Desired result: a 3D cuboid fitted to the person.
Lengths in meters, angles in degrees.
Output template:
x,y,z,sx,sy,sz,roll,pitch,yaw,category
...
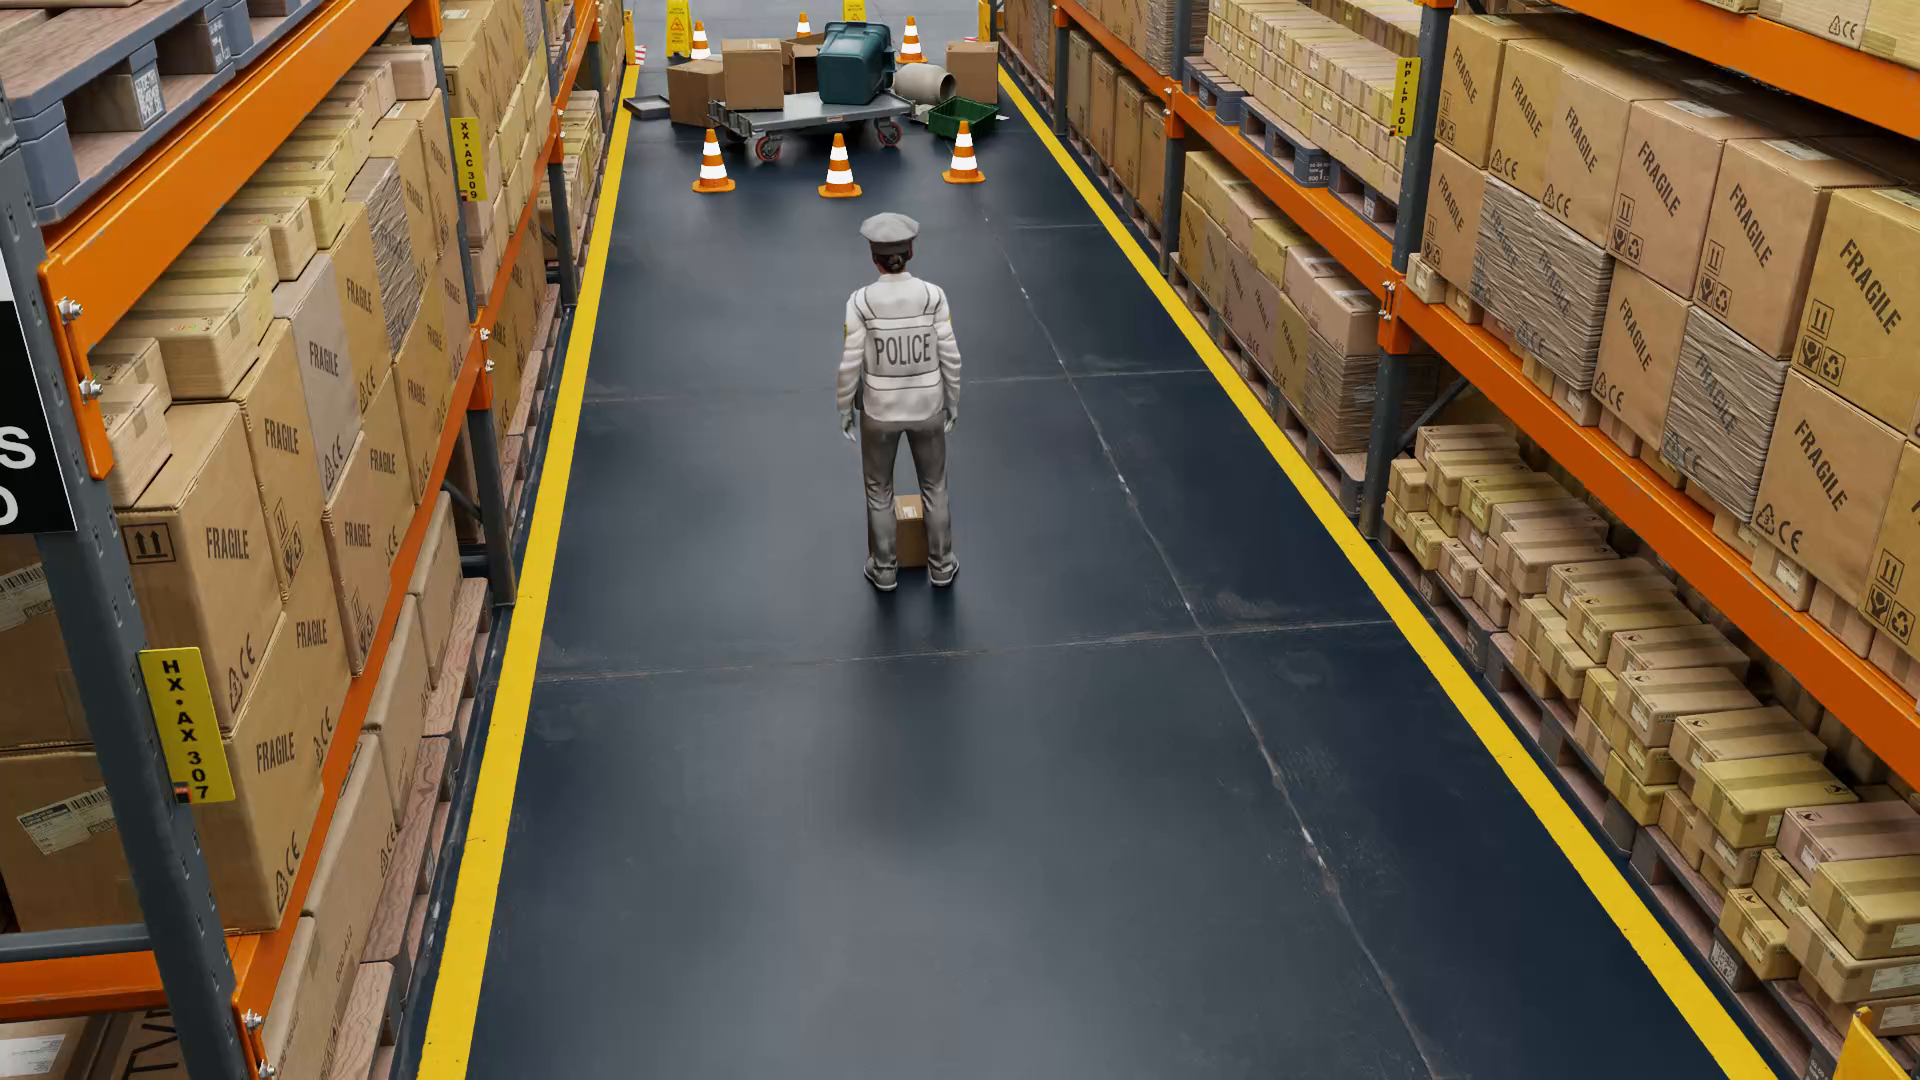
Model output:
x,y,z,sx,sy,sz,roll,pitch,yaw,category
-0.260,-0.559,7.193,0.544,1.666,0.371,-5,28,-9,person
